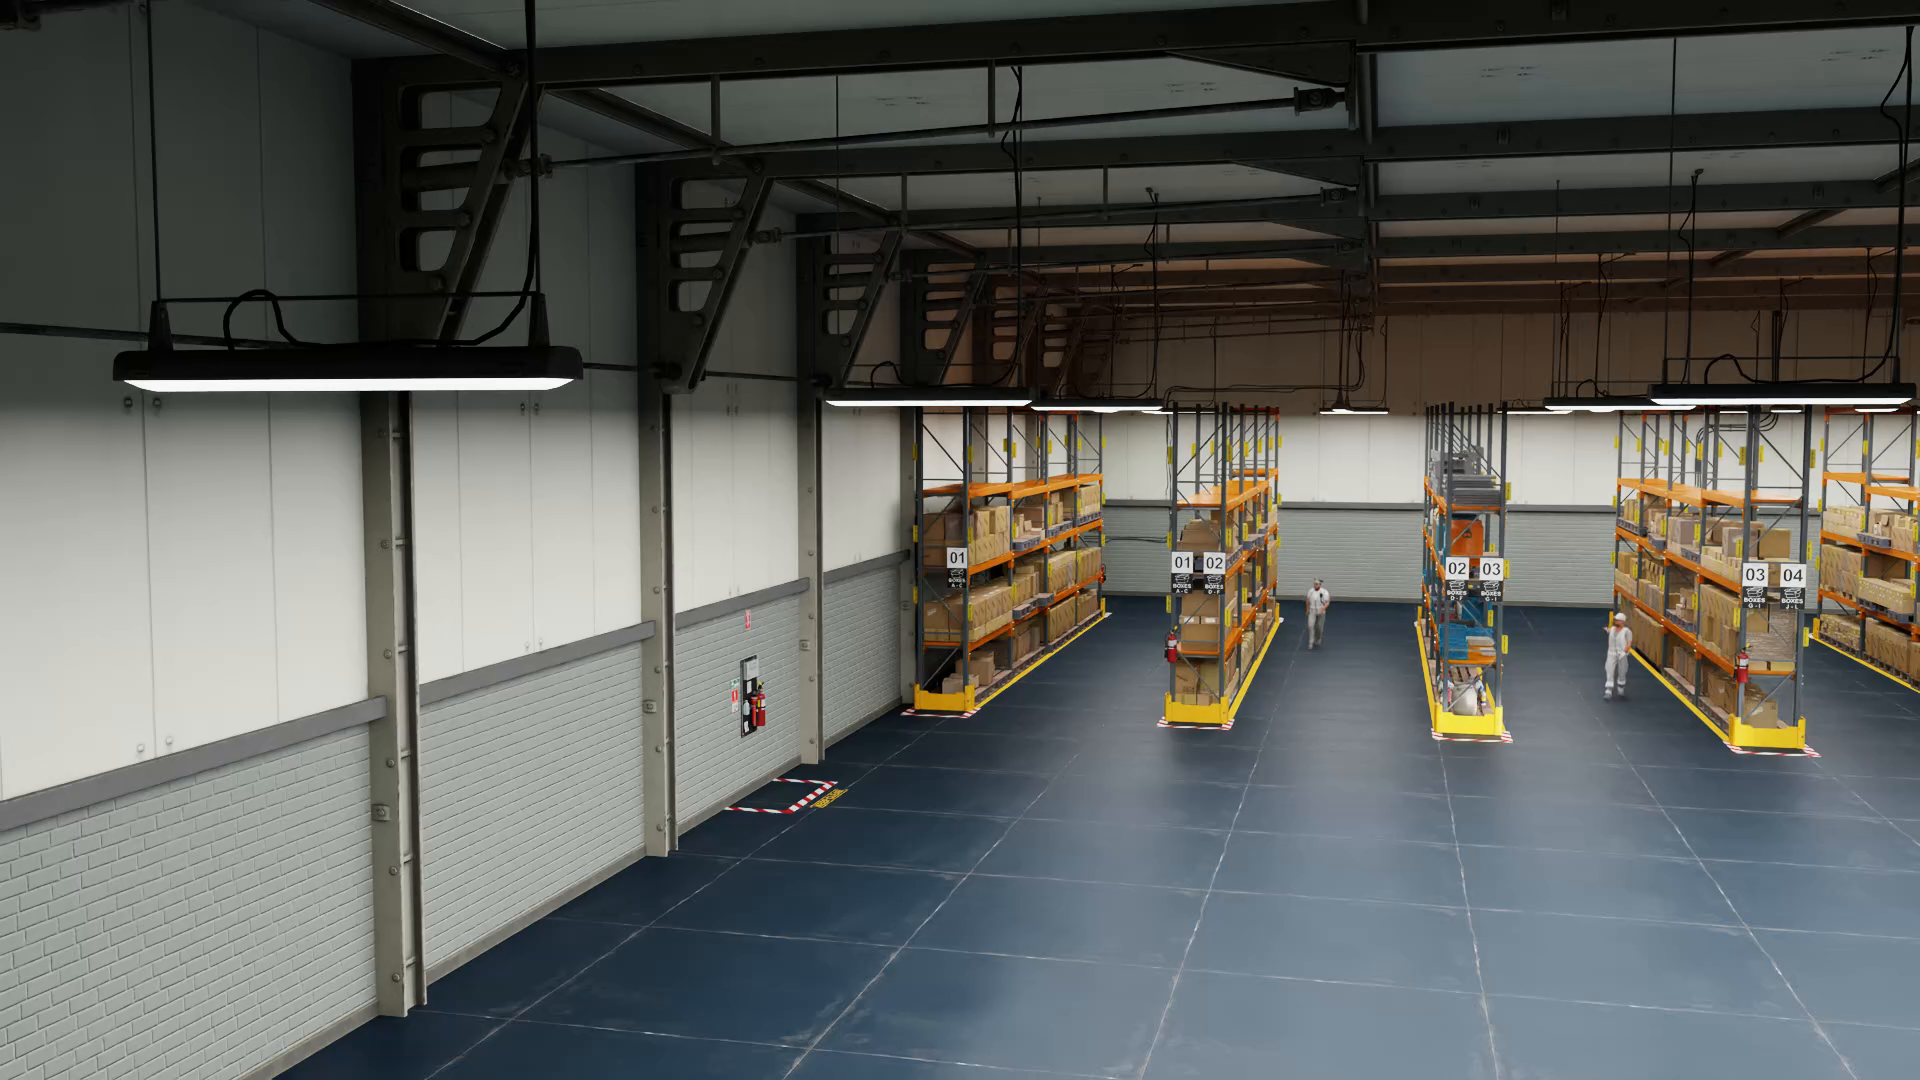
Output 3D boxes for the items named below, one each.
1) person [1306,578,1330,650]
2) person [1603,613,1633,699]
[{"bbox_3d":[8.905,1.818,41.397,0.581,1.767,0.976,1,4,15],"label":"person"},{"bbox_3d":[13.312,2.342,33.604,0.498,1.723,1.075,2,5,28],"label":"person"}]
